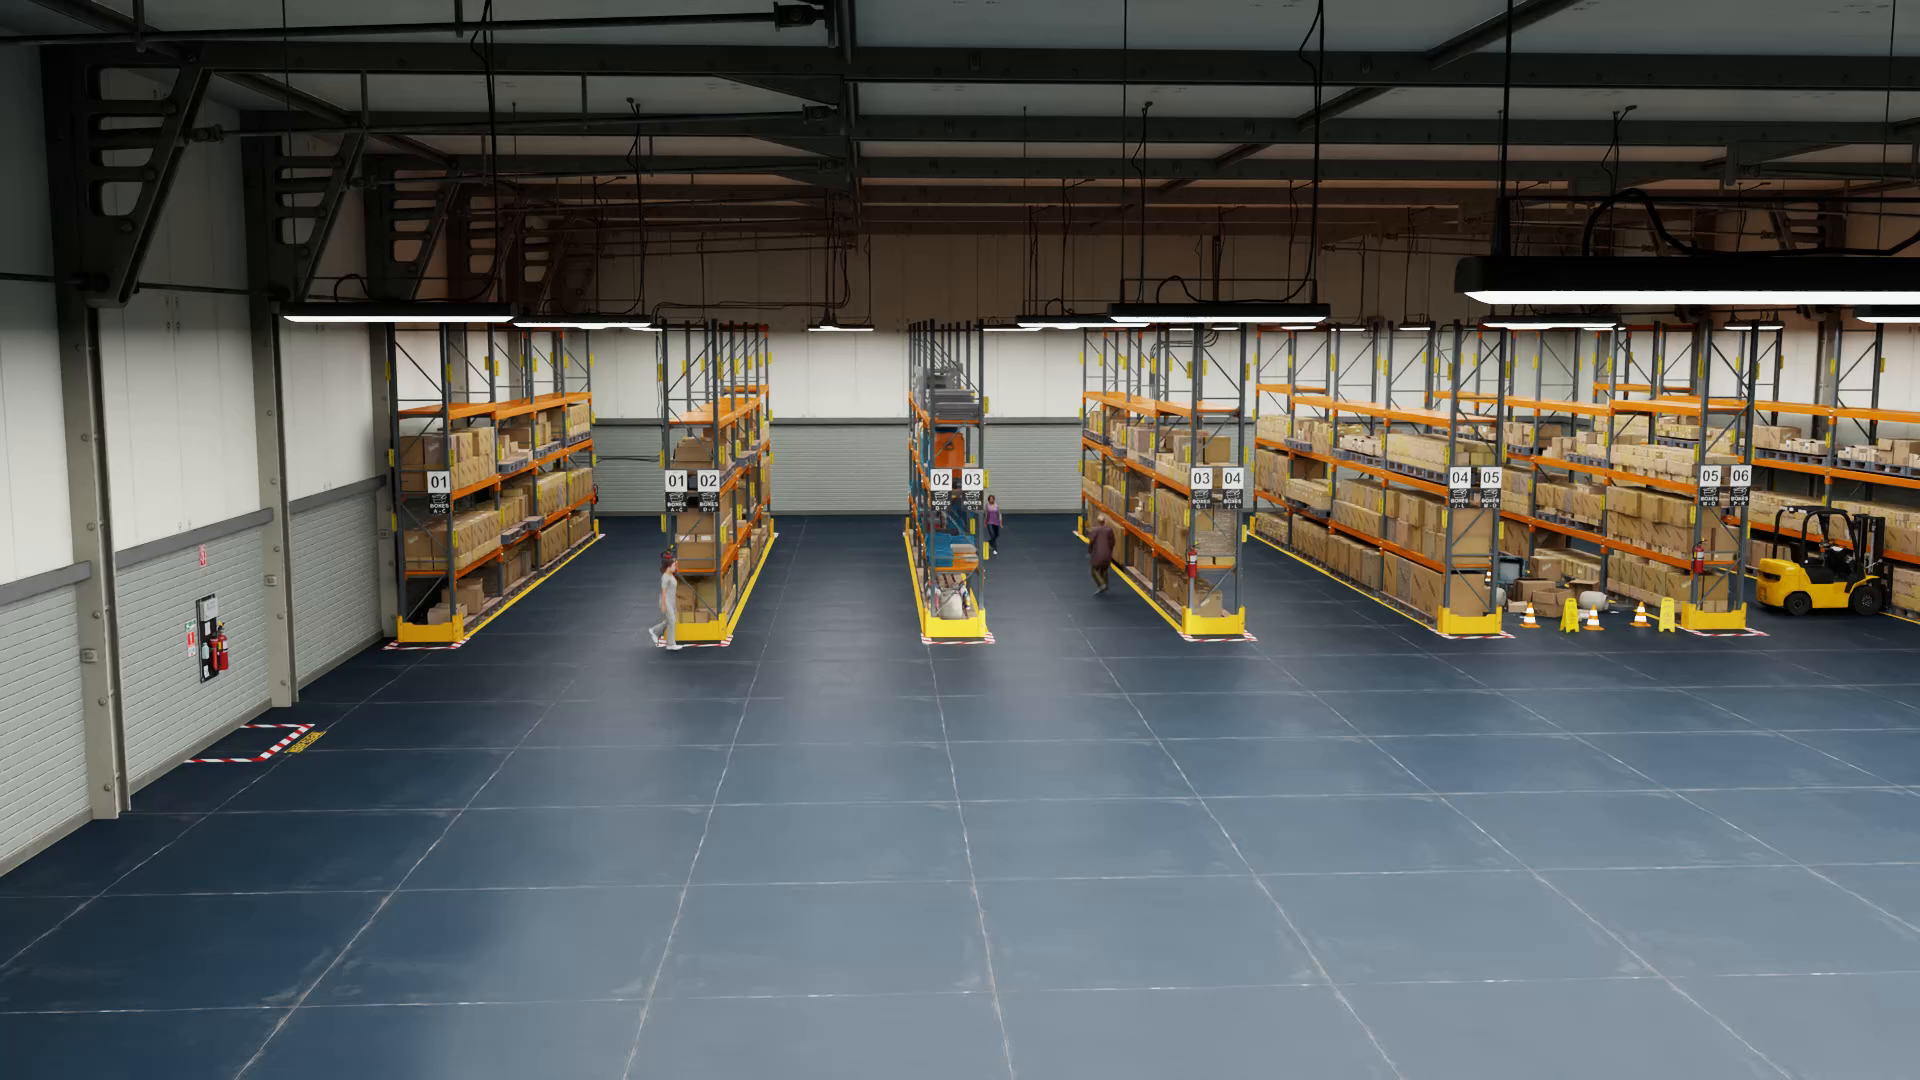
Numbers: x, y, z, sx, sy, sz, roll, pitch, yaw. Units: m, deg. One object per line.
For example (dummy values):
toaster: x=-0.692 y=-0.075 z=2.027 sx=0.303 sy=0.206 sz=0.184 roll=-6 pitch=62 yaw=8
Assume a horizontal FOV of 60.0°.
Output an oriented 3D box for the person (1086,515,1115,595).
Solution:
person: x=3.168 y=0.337 z=36.726 sx=0.652 sy=1.736 sz=0.702 roll=-3 pitch=8 yaw=-22

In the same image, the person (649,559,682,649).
person: x=-5.387 y=1.158 z=30.268 sx=0.710 sy=1.644 sz=0.456 roll=2 pitch=7 yaw=16

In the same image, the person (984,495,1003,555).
person: x=0.874 y=-0.425 z=43.472 sx=0.452 sy=1.539 sz=0.939 roll=-2 pitch=7 yaw=-14

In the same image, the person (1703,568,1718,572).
person: x=16.593 y=0.418 z=36.611 sx=0.536 sy=1.603 sz=0.709 roll=-2 pitch=7 yaw=-15
